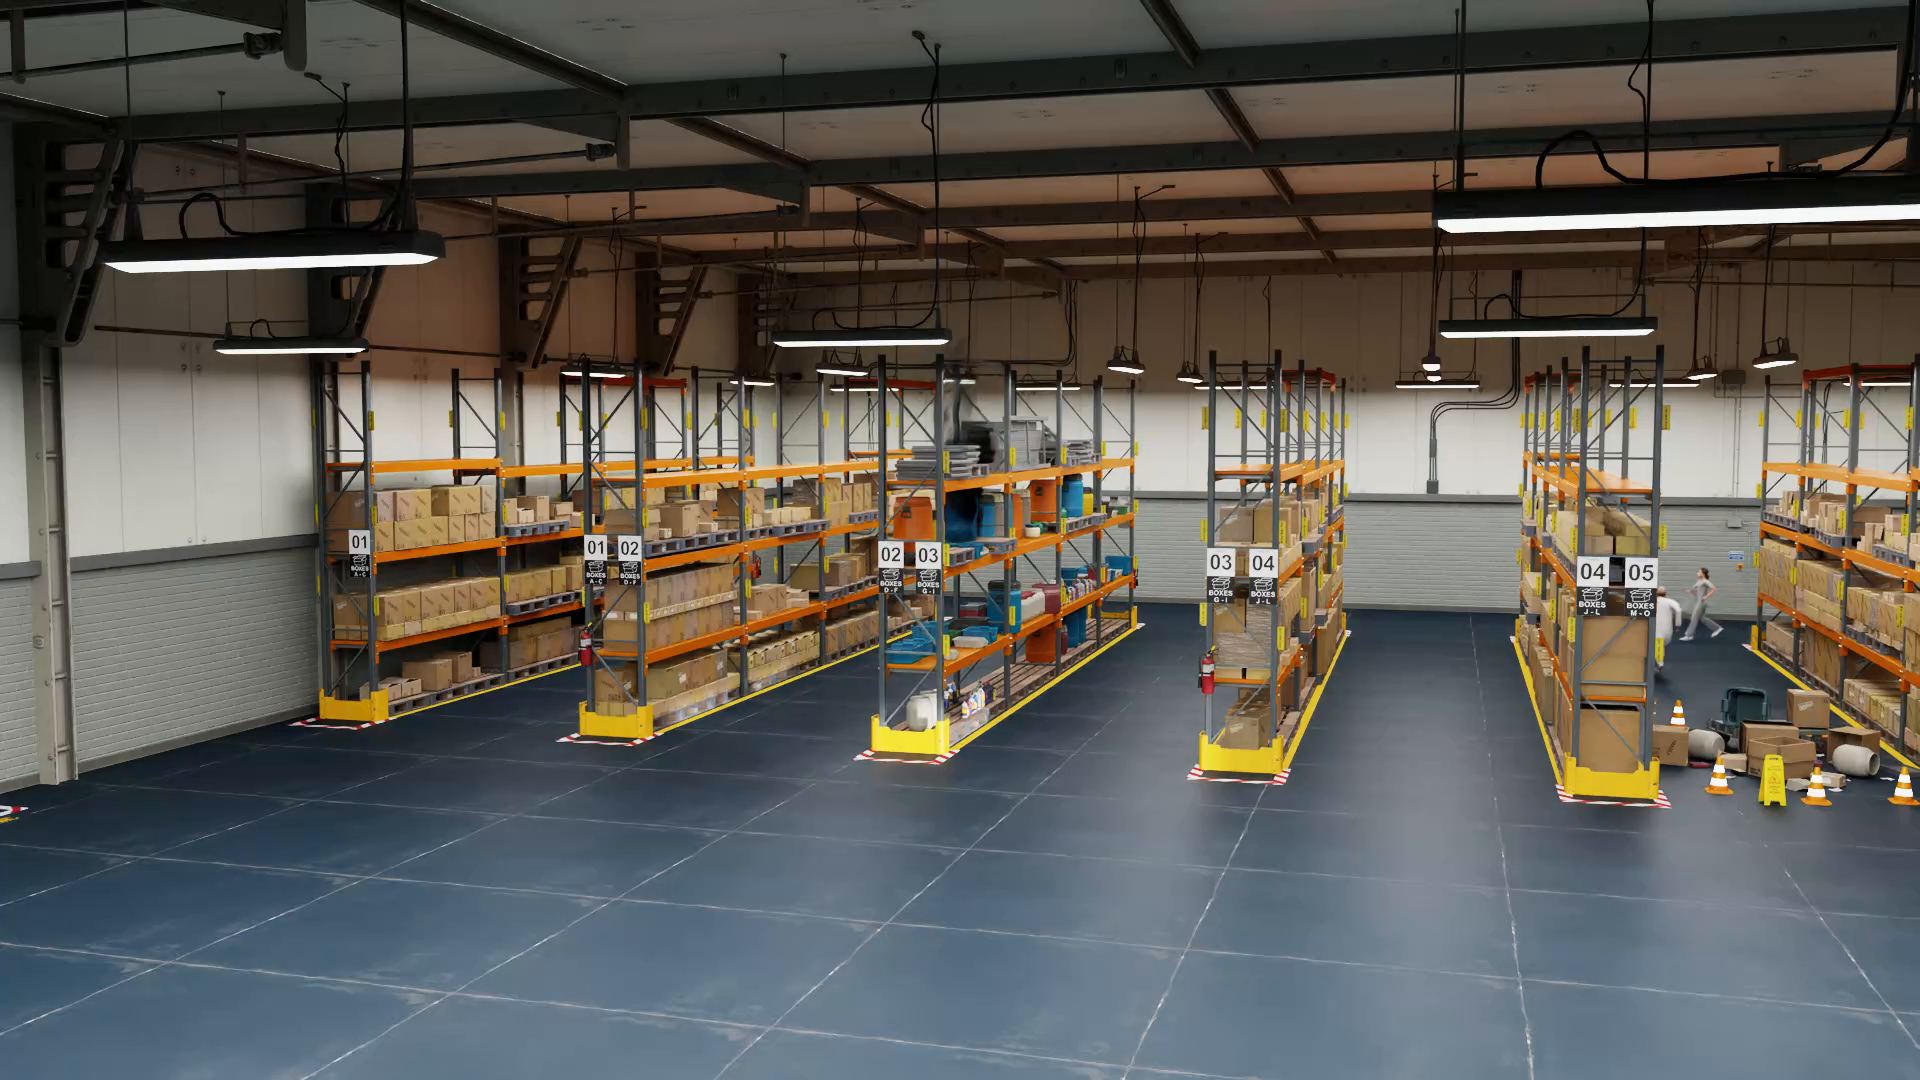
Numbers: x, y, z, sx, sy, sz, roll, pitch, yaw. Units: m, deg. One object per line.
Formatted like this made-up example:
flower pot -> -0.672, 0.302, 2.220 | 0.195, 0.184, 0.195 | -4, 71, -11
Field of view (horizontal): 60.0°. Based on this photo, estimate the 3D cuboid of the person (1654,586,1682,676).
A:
person -> 13.633, 1.802, 32.361 | 0.728, 1.789, 1.112 | 1, 4, 18

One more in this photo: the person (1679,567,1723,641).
person -> 16.842, 1.455, 37.745 | 0.955, 1.667, 0.567 | 1, 4, 9
